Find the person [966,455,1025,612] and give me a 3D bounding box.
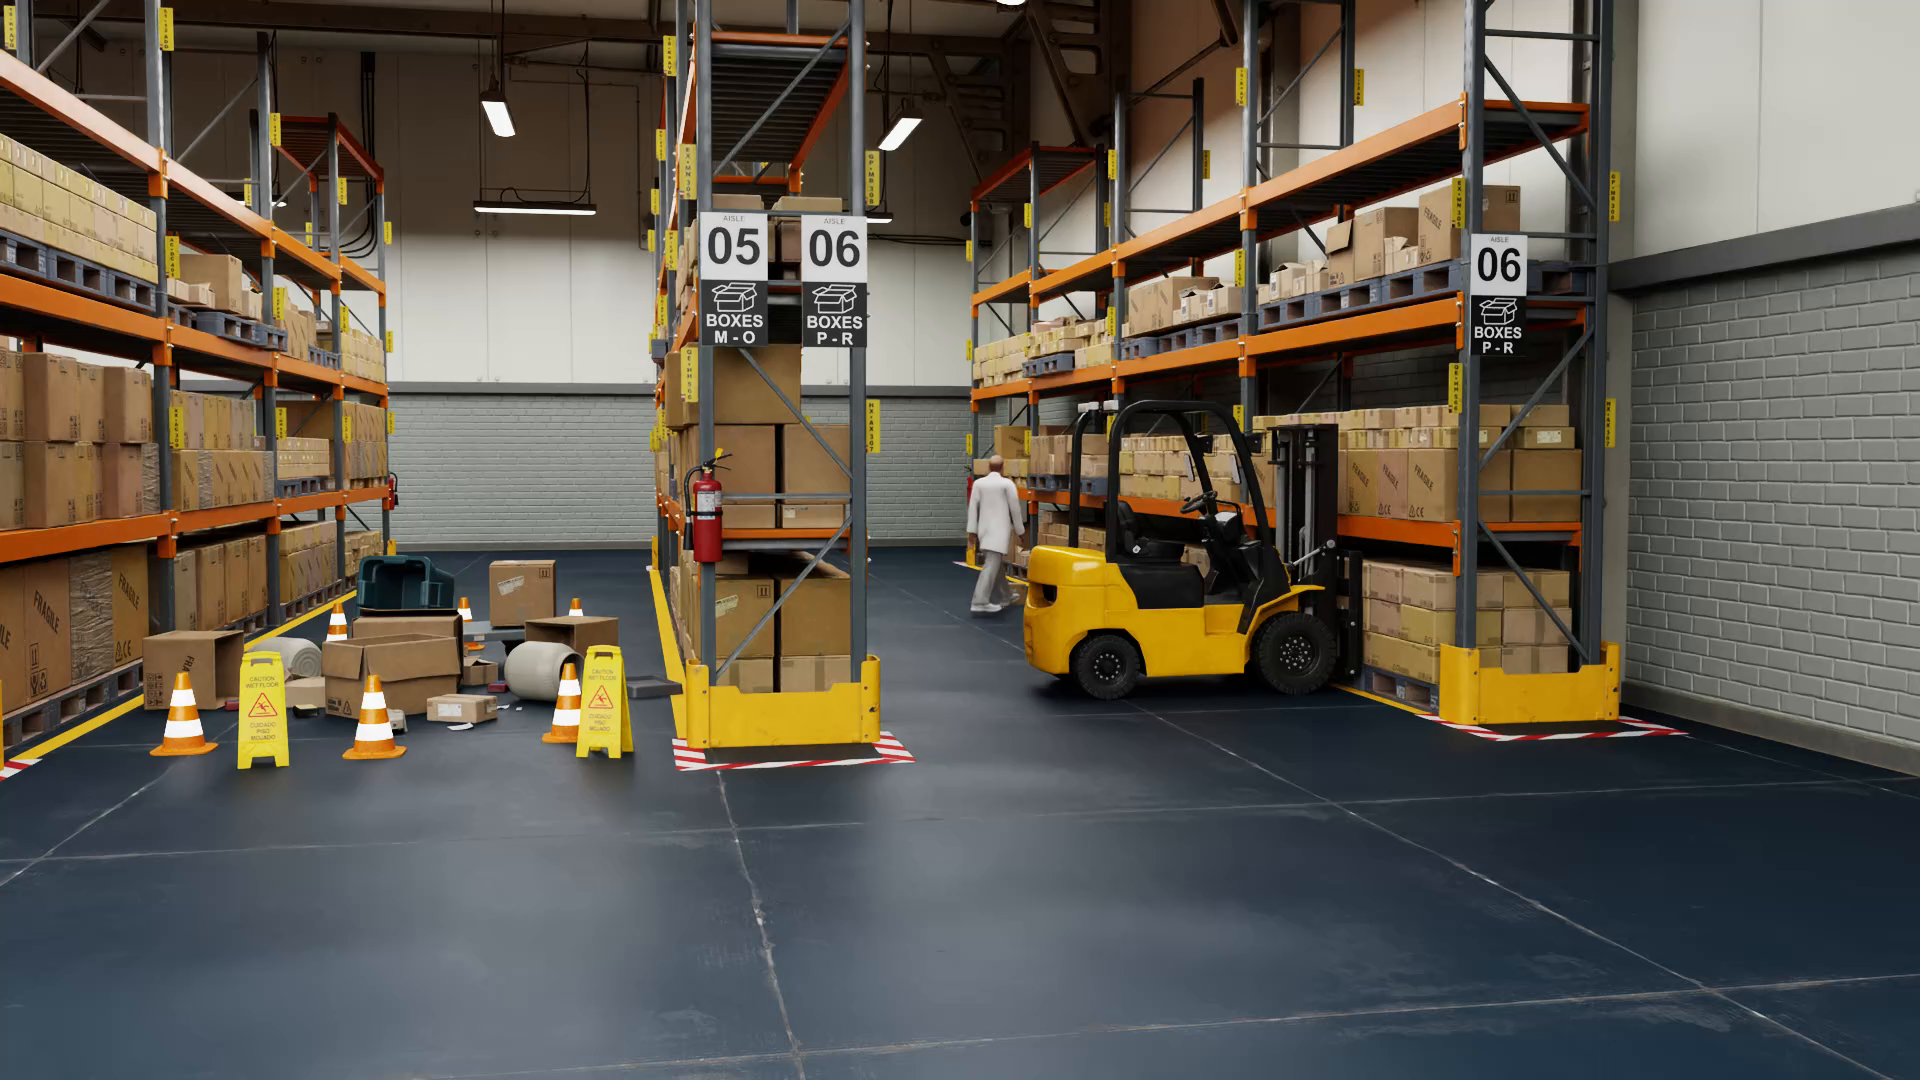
[{"bbox_3d":[0.456,-0.085,18.565,0.576,1.729,1.050,3,4,42],"label":"person"}]
